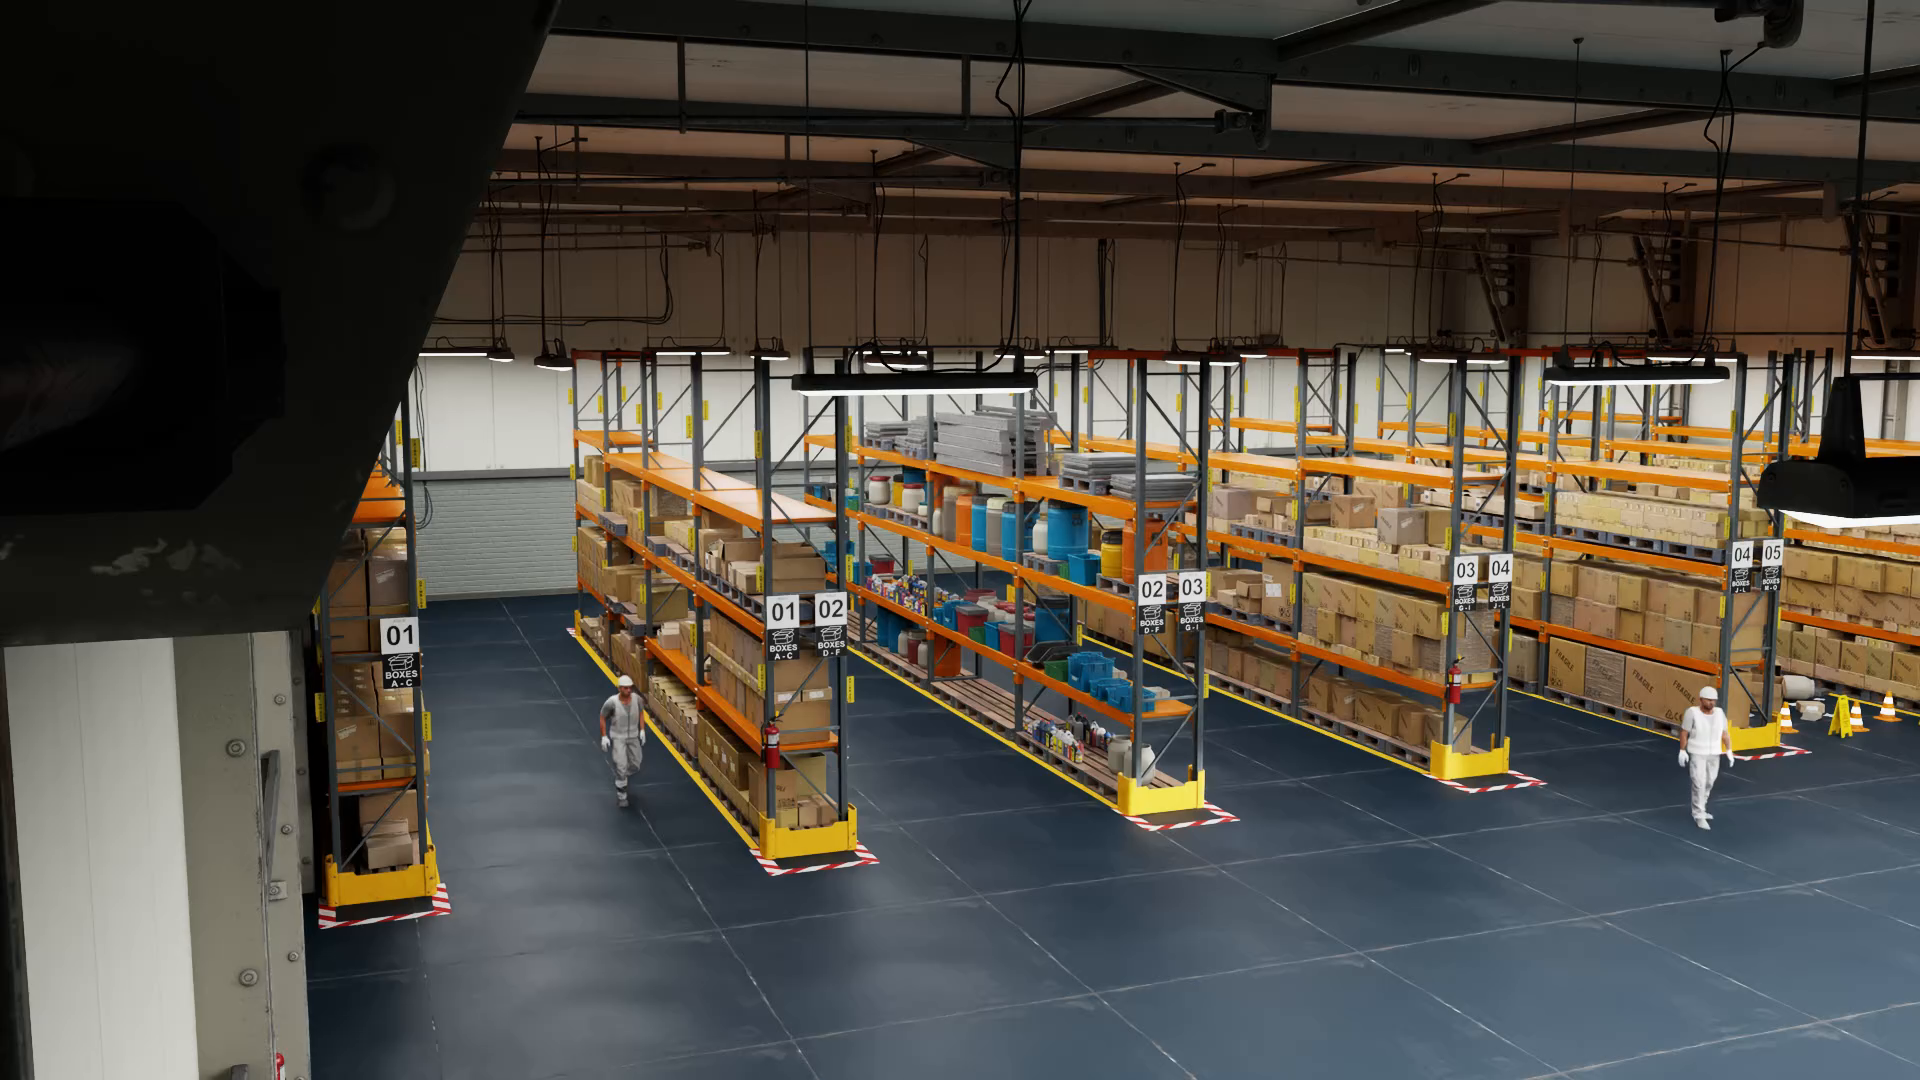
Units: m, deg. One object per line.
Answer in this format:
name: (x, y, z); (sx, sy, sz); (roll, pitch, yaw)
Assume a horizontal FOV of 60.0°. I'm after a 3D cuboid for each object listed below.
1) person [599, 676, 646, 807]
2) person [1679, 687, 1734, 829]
person: (-4.587, 2.674, 22.499); (0.622, 1.763, 0.703); (-5, 9, -35)
person: (9.643, 2.796, 21.497); (0.628, 1.822, 0.585); (0, 7, -3)
